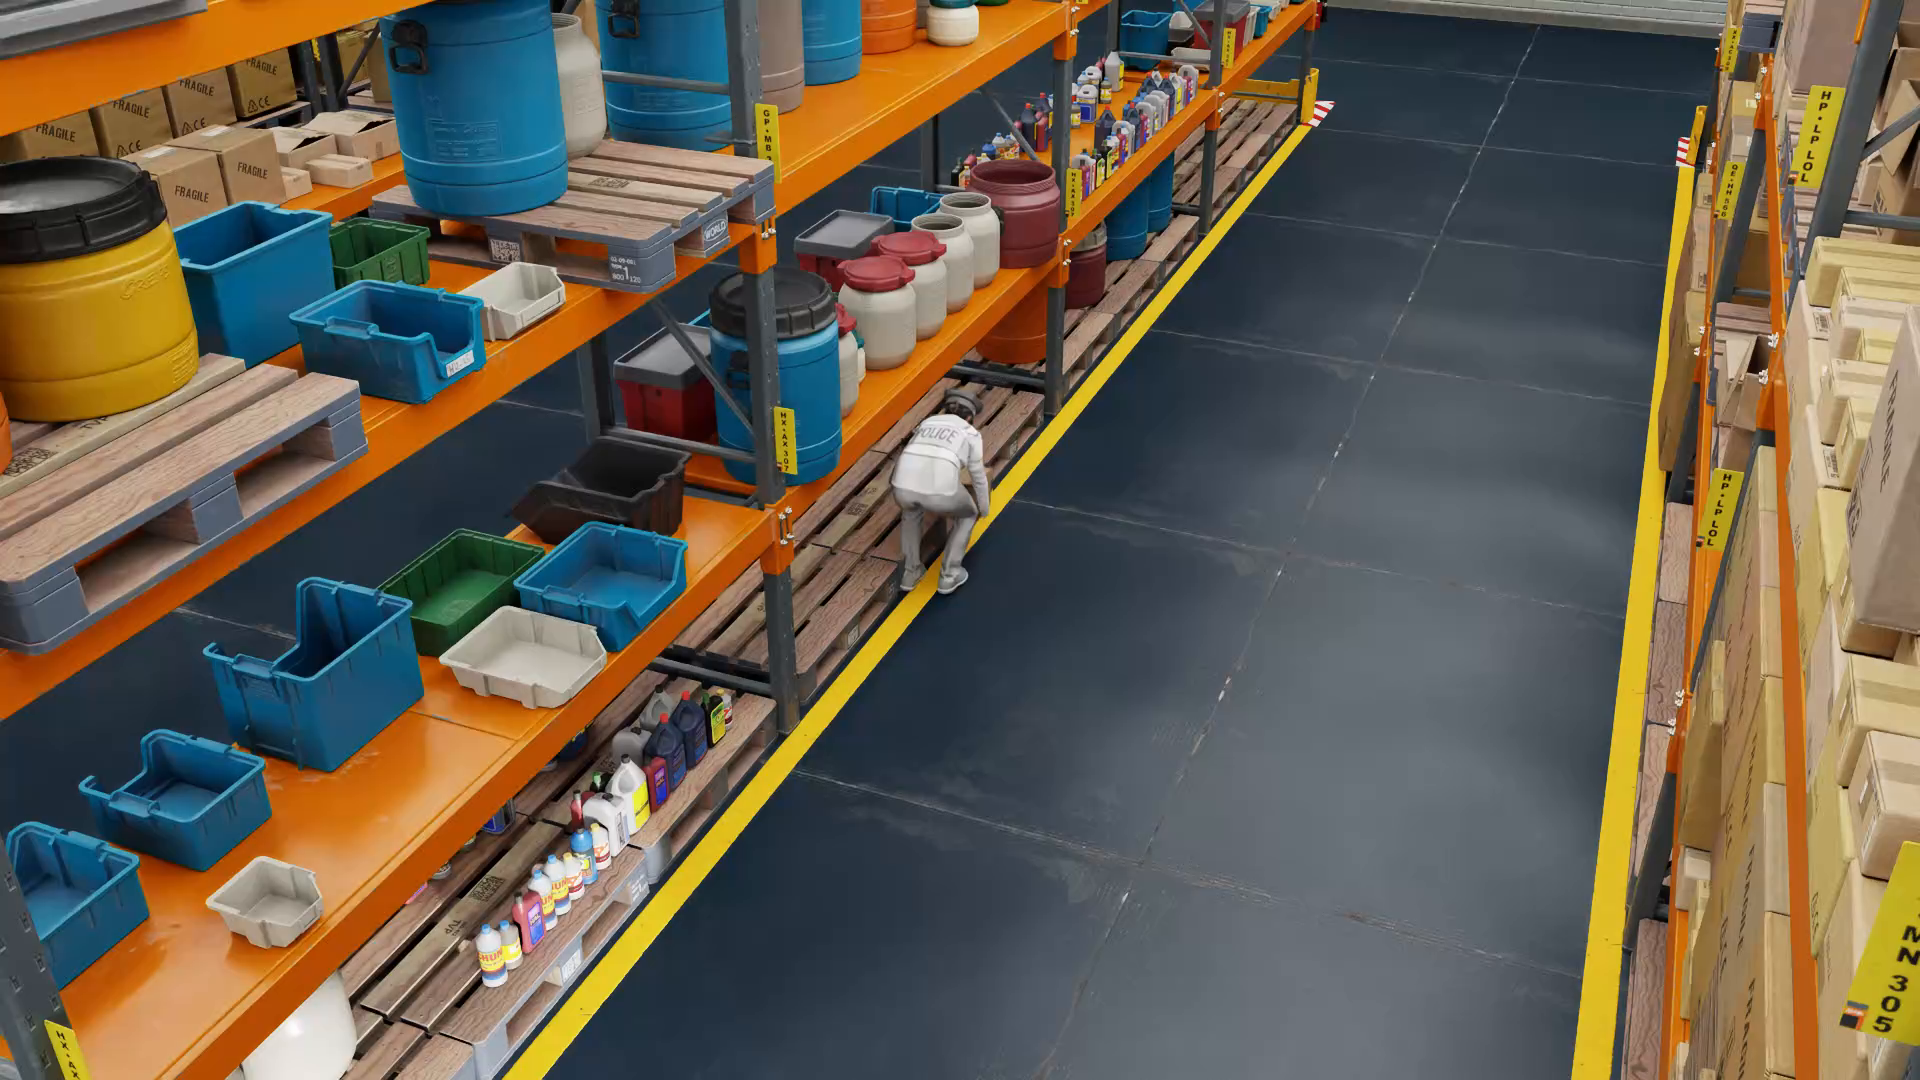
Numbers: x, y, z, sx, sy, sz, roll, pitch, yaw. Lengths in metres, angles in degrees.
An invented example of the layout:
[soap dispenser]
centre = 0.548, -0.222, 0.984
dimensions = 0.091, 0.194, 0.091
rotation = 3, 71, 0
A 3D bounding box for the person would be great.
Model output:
[person]
centre = -0.103, -0.268, 9.497
dimensions = 0.452, 1.032, 0.921
rotation = 10, 31, 17
